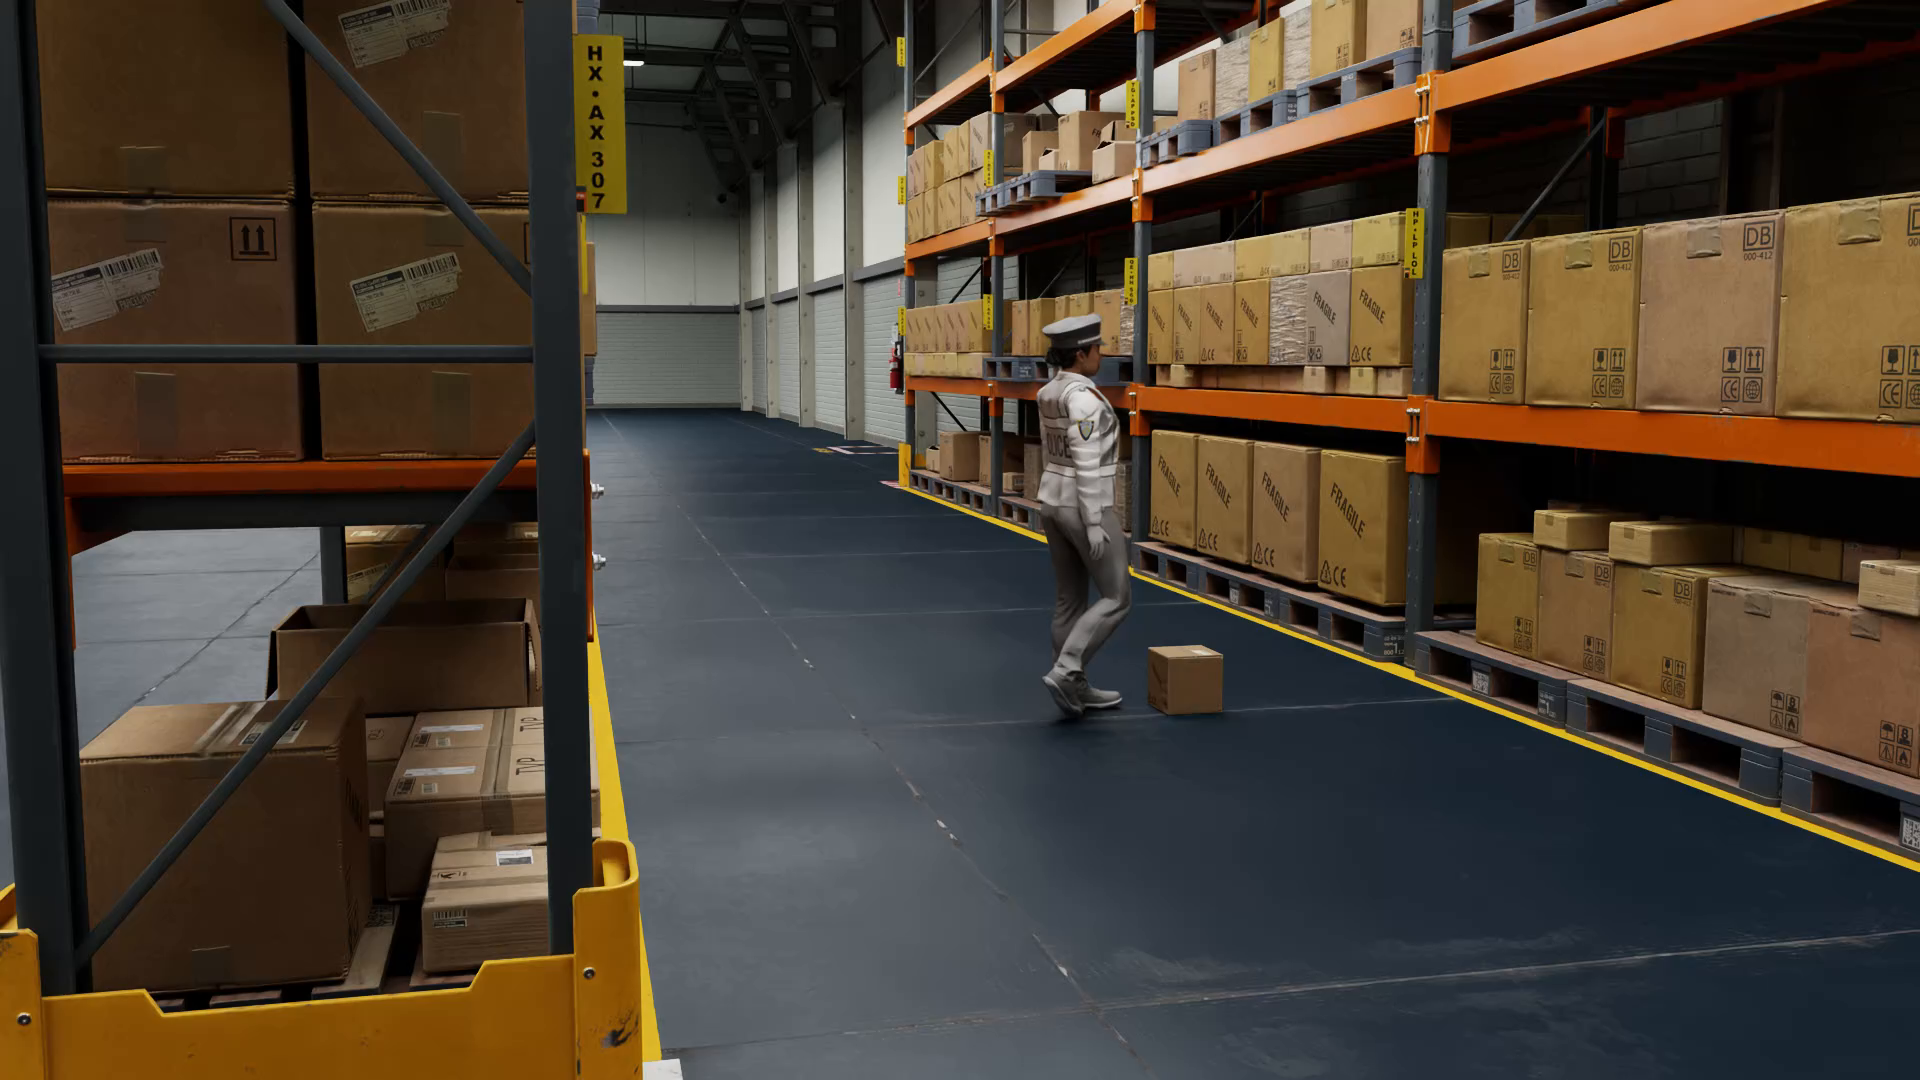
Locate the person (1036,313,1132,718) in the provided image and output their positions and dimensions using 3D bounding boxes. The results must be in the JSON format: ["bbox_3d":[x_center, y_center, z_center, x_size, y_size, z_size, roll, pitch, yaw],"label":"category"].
[{"bbox_3d":[0.492,-0.104,6.980,0.470,1.682,0.503,-3,7,-22],"label":"person"}]
